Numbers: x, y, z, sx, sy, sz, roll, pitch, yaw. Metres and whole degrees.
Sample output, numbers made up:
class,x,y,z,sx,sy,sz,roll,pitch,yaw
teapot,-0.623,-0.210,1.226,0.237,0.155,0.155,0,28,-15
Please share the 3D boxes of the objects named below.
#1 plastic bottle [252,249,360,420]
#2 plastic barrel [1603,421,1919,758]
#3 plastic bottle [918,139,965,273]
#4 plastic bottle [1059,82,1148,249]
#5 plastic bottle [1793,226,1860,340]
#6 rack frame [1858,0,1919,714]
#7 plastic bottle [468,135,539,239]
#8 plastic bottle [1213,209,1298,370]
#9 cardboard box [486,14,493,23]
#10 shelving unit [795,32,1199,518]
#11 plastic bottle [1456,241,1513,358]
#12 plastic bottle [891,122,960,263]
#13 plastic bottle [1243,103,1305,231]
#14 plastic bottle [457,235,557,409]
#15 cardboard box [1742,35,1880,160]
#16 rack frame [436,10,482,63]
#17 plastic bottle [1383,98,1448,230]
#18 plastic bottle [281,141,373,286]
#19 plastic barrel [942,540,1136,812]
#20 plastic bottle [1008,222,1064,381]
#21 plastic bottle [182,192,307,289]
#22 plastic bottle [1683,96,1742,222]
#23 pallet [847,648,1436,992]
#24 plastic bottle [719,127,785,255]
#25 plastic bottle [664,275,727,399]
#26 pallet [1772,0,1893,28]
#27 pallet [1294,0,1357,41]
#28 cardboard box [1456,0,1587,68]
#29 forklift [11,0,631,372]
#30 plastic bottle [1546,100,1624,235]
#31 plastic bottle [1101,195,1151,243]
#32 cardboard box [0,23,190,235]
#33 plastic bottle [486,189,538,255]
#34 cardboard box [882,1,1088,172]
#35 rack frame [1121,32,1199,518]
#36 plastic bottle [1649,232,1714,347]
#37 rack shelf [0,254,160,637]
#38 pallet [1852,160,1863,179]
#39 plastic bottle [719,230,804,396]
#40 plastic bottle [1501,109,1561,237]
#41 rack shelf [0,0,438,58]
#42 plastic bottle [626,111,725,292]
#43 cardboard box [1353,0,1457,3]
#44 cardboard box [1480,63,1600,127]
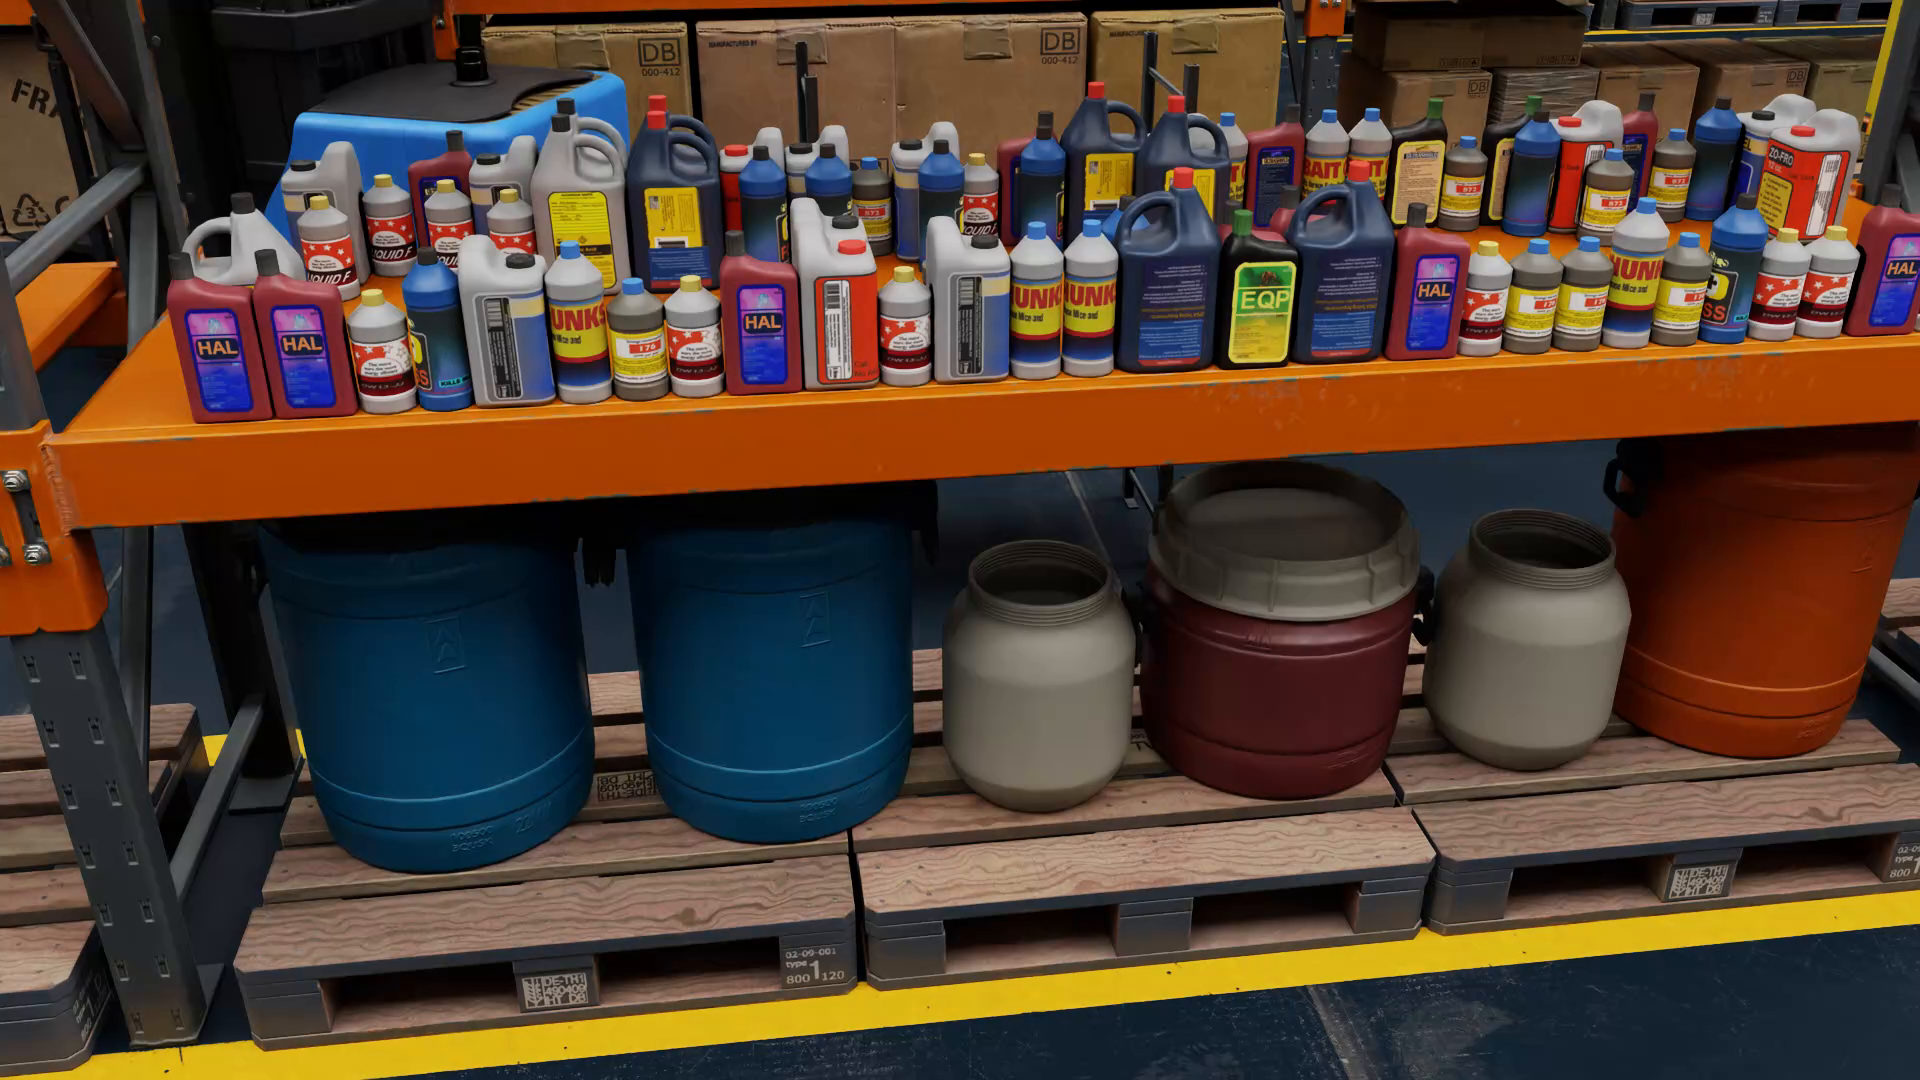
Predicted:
class,x,y,z,sx,sy,sz,roll,pitch,yaw
plastic bottle,-1.089,-0.343,2.761,0.133,0.283,0.061,-4,27,-7
plastic barrel,1.835,0.007,3.868,0.708,0.830,0.600,-4,27,-7
plastic bottle,-0.039,-0.693,3.457,0.097,0.271,0.097,0,27,0
plastic bottle,0.312,-0.811,3.598,0.185,0.351,0.144,-4,27,-7
plastic bottle,1.631,-0.490,3.136,0.097,0.201,0.097,0,27,0
rack frame,2.317,-0.810,3.544,0.127,3.000,1.000,-4,27,-7
plastic bottle,-0.937,-0.695,3.455,0.135,0.276,0.152,-4,27,-7
plastic bottle,0.529,-0.447,2.963,0.133,0.283,0.061,-4,27,-7
cardboard box,-3.266,-3.783,12.000,0.250,0.149,0.380,-3,27,-6
shelving unit,0.084,-0.673,4.918,1.048,1.500,0.538,-4,27,-7
plastic bottle,0.956,-0.446,3.052,0.097,0.201,0.097,0,27,0
plastic bottle,-0.074,-0.751,3.563,0.135,0.276,0.152,-4,27,-7
plastic bottle,0.693,-0.824,3.698,0.133,0.283,0.061,-4,27,-7
plastic bottle,-0.770,-0.381,2.843,0.135,0.276,0.152,-4,27,-7
cardboard box,4.502,-2.336,8.774,0.500,0.500,0.700,-4,27,-7
rack frame,-2.334,-2.795,7.412,0.127,3.000,1.000,-4,27,-7
plastic bottle,1.018,-0.845,3.739,0.133,0.283,0.061,-4,27,-7
plastic bottle,-1.299,-0.672,3.410,0.135,0.276,0.152,-4,27,-7
plastic barrel,0.170,0.297,3.651,0.421,0.512,0.421,0,27,0
plastic bottle,0.133,-0.425,2.933,0.097,0.271,0.097,0,27,0
plastic bottle,-1.210,-0.413,2.822,0.185,0.351,0.144,-4,27,-7
plastic bottle,1.725,-0.877,3.814,0.097,0.271,0.097,0,27,0
pallet,0.337,0.575,3.898,1.213,0.211,1.003,-4,27,-7
plastic bottle,-0.437,-0.727,3.518,0.135,0.276,0.152,-4,27,-7
plastic bottle,-0.459,-0.356,2.875,0.097,0.201,0.097,0,27,0
pallet,6.972,-4.404,13.602,1.213,0.211,1.003,-4,27,-7
pallet,3.033,-4.150,13.106,1.213,0.211,1.003,-4,27,-7
cardboard box,2.810,-2.561,8.391,0.500,0.250,0.500,-1,27,-1
forklift,-2.851,-2.140,6.209,3.031,2.935,1.130,8,28,15
plastic bottle,1.386,-0.844,3.746,0.135,0.276,0.152,-4,27,-7
plastic bottle,0.306,-0.502,3.084,0.097,0.271,0.097,0,27,0
cardboard box,-3.890,-1.974,7.678,0.875,0.875,0.875,-4,27,-7
plastic bottle,-0.901,-0.607,3.365,0.097,0.201,0.097,0,27,0
cardboard box,0.057,-2.203,8.126,0.875,0.875,1.225,-4,27,-7
rack frame,0.588,-0.705,4.981,0.032,1.500,0.500,-4,27,-7
plastic bottle,1.342,-0.471,3.100,0.097,0.201,0.097,0,27,0
rack shelf,-3.624,-0.109,2.964,4.000,0.370,1.077,-4,27,-7
pallet,4.817,-2.013,8.942,1.213,0.211,1.003,-4,27,-7
plastic bottle,-0.342,-0.391,2.854,0.133,0.283,0.061,-4,27,-7
plastic bottle,1.275,-0.820,3.703,0.097,0.271,0.097,0,27,0
rack shelf,-4.314,-2.348,7.328,4.000,0.370,1.077,-4,27,-7
plastic bottle,-0.576,-0.687,3.357,0.185,0.351,0.144,-4,27,-7
cardboard box,3.439,-4.599,12.931,0.750,0.750,1.050,-4,27,-7
cardboard box,2.835,-2.226,8.558,0.500,0.500,0.700,-6,28,-11
